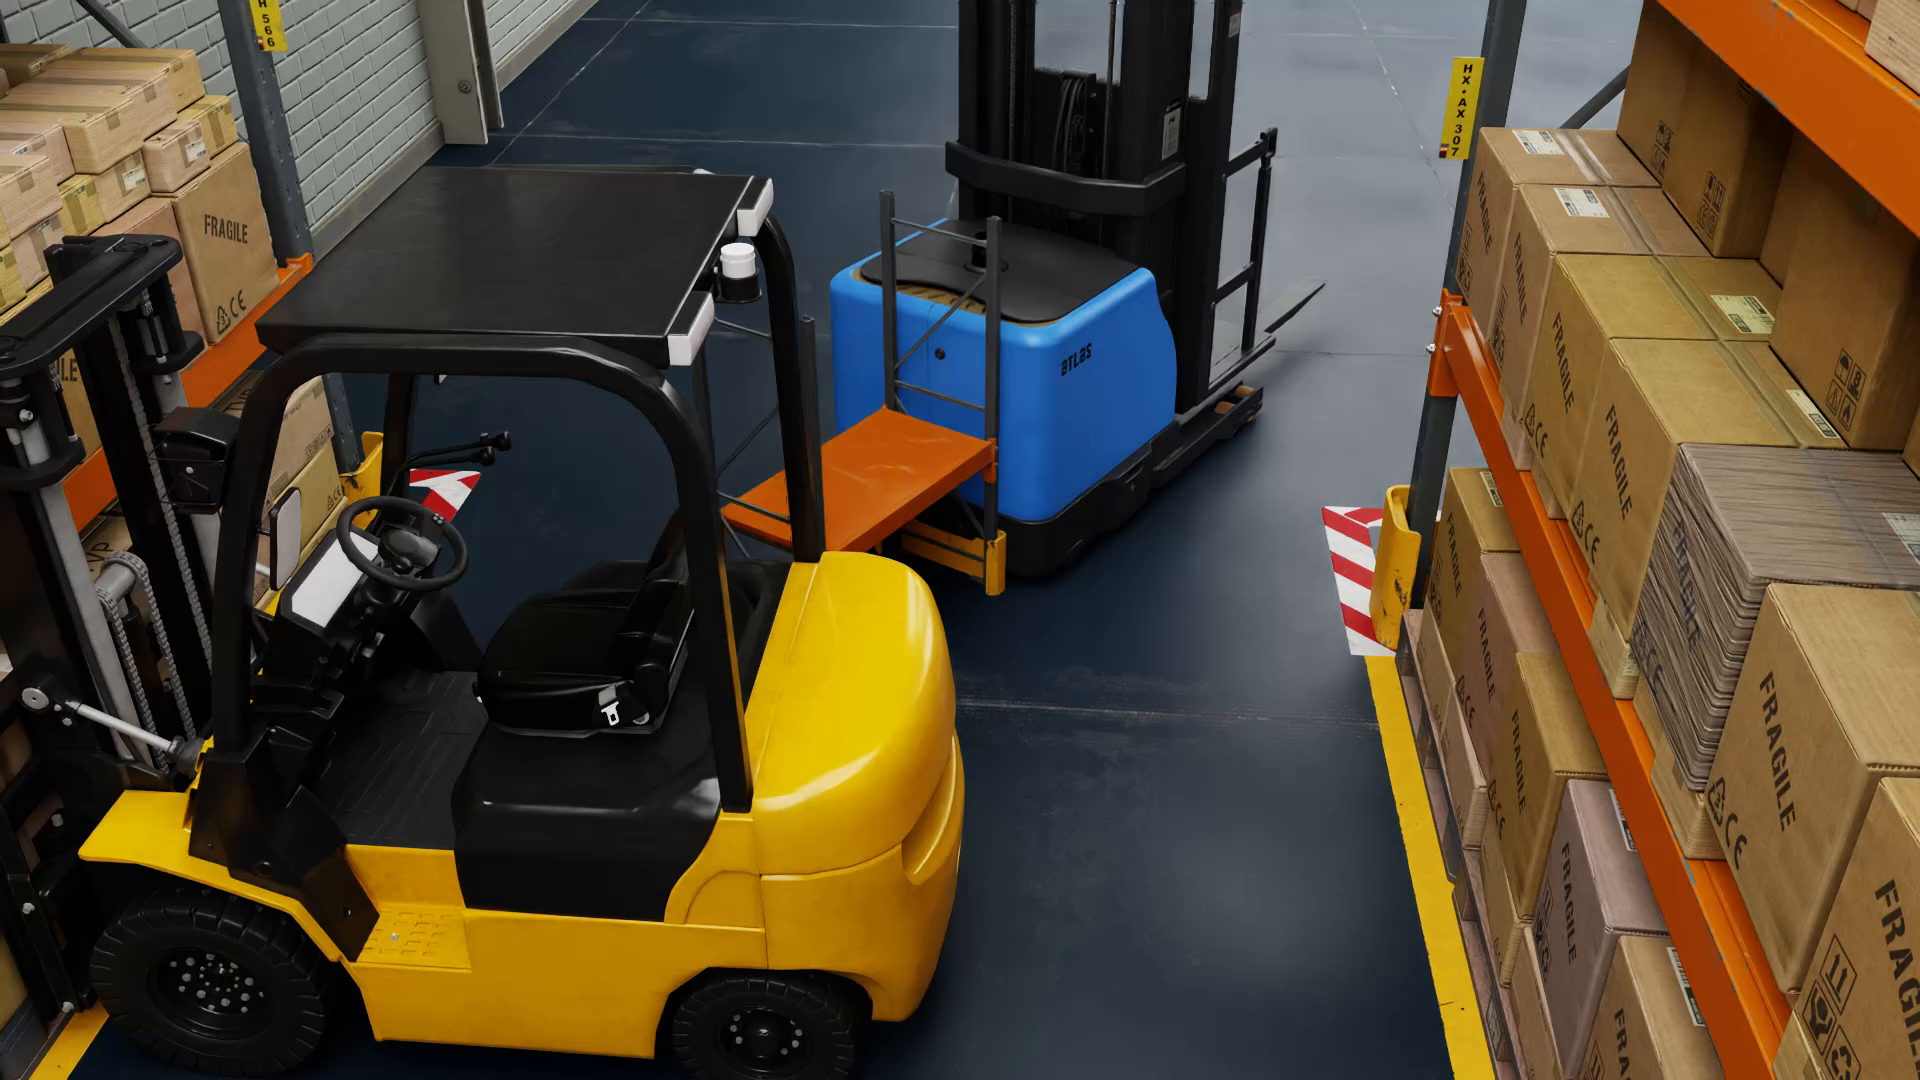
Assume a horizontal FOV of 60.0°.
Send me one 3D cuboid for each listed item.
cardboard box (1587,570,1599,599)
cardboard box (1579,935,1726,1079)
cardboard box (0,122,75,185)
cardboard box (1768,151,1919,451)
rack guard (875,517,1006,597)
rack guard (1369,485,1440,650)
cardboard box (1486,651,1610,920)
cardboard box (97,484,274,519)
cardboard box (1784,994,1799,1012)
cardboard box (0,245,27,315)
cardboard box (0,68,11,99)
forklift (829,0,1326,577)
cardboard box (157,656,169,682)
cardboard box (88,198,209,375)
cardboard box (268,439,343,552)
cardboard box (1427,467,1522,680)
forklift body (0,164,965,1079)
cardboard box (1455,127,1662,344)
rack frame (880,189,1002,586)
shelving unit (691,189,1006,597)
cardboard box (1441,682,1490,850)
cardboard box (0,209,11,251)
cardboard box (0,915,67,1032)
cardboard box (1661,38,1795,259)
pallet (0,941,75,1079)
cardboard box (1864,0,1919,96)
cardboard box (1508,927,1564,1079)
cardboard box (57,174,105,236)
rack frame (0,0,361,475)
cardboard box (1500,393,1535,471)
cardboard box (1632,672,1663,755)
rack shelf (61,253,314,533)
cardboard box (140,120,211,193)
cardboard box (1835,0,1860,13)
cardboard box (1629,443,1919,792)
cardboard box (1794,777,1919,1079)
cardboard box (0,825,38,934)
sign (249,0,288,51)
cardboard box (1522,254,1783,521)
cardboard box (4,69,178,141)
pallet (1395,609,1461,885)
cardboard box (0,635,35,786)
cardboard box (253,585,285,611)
[{"bbox_3d":[1.730,0.108,3.956,0.380,0.149,0.250,2,32,3],"label":"cardboard box"},{"bbox_3d":[1.634,1.197,3.455,0.500,0.500,0.500,3,32,5],"label":"cardboard box"},{"bbox_3d":[-2.705,-1.045,4.589,0.380,0.149,0.250,3,32,4],"label":"cardboard box"},{"bbox_3d":[2.148,-0.509,3.385,0.700,0.500,0.500,2,32,4],"label":"cardboard box"},{"bbox_3d":[-0.082,0.011,6.494,0.587,0.250,0.087,20,37,29],"label":"rack guard"},{"bbox_3d":[2.133,0.123,6.074,1.175,0.500,0.348,2,32,4],"label":"rack guard"},{"bbox_3d":[1.709,0.650,4.342,0.500,0.500,0.500,3,32,5],"label":"cardboard box"},{"bbox_3d":[-2.571,-0.103,5.326,0.500,0.250,0.500,3,32,5],"label":"cardboard box"},{"bbox_3d":[1.648,0.773,2.876,0.380,0.149,0.250,3,32,4],"label":"cardboard box"},{"bbox_3d":[-2.637,-0.644,4.223,0.380,0.149,0.250,3,32,4],"label":"cardboard box"},{"bbox_3d":[-3.133,-1.333,5.057,0.380,0.149,0.250,4,32,6],"label":"cardboard box"},{"bbox_3d":[0.733,-1.833,6.930,1.130,2.935,3.031,20,37,29],"label":"forklift"},{"bbox_3d":[-2.609,0.389,5.004,0.500,0.250,0.500,2,32,3],"label":"cardboard box"},{"bbox_3d":[-2.638,-0.694,4.922,0.500,0.500,0.500,3,32,6],"label":"cardboard box"},{"bbox_3d":[-2.536,-0.144,5.868,0.500,0.250,0.500,2,32,3],"label":"cardboard box"},{"bbox_3d":[1.796,0.114,5.211,0.500,0.500,0.500,1,32,2],"label":"cardboard box"},{"bbox_3d":[-1.145,0.240,4.310,2.313,2.155,1.214,2,32,4],"label":"forklift body"},{"bbox_3d":[1.824,-0.914,4.995,0.500,0.500,0.500,2,32,3],"label":"cardboard box"},{"bbox_3d":[-0.071,-0.530,6.180,0.500,1.500,0.032,20,37,29],"label":"rack frame"},{"bbox_3d":[-0.365,-0.306,5.817,0.587,1.500,1.083,20,37,29],"label":"shelving unit"},{"bbox_3d":[1.749,0.688,4.996,0.500,0.250,0.500,4,32,6],"label":"cardboard box"},{"bbox_3d":[-2.632,-0.768,4.140,0.380,0.149,0.250,3,32,5],"label":"cardboard box"},{"bbox_3d":[-2.712,1.118,4.297,0.500,0.250,0.500,3,32,5],"label":"cardboard box"},{"bbox_3d":[2.266,-1.035,4.238,0.700,0.500,0.500,3,32,4],"label":"cardboard box"},{"bbox_3d":[-2.931,1.034,4.871,1.003,0.211,1.213,2,32,4],"label":"pallet"},{"bbox_3d":[1.633,-0.775,2.528,0.380,0.149,0.250,3,32,5],"label":"cardboard box"},{"bbox_3d":[1.673,1.238,4.103,0.500,0.250,0.500,3,32,5],"label":"cardboard box"},{"bbox_3d":[-2.662,-0.919,4.669,0.380,0.149,0.250,2,32,4],"label":"cardboard box"},{"bbox_3d":[-2.808,-1.191,5.823,1.000,3.000,0.127,2,32,4],"label":"rack frame"},{"bbox_3d":[1.730,-0.306,4.627,0.380,0.149,0.250,3,32,5],"label":"cardboard box"},{"bbox_3d":[1.666,0.373,3.525,0.380,0.149,0.250,2,32,3],"label":"cardboard box"},{"bbox_3d":[-2.971,0.161,4.315,1.077,0.370,4.000,2,32,4],"label":"rack shelf"},{"bbox_3d":[-2.549,-1.181,5.094,0.380,0.149,0.250,3,32,5],"label":"cardboard box"},{"bbox_3d":[1.756,-1.041,2.961,0.380,0.149,0.250,2,32,4],"label":"cardboard box"},{"bbox_3d":[1.675,0.158,3.256,0.500,0.500,0.500,3,32,5],"label":"cardboard box"},{"bbox_3d":[1.602,0.699,2.378,0.500,0.500,0.500,2,32,3],"label":"cardboard box"},{"bbox_3d":[-2.696,0.914,4.151,0.500,0.250,0.500,2,32,4],"label":"cardboard box"},{"bbox_3d":[-2.269,-1.754,5.408,0.100,0.325,0.005,2,32,4],"label":"sign"},{"bbox_3d":[1.745,-0.377,4.123,0.500,0.500,0.500,2,32,3],"label":"cardboard box"},{"bbox_3d":[-2.617,-1.309,5.019,0.380,0.149,0.250,3,32,4],"label":"cardboard box"},{"bbox_3d":[2.032,0.669,5.462,1.003,0.211,1.213,2,32,4],"label":"pallet"},{"bbox_3d":[-2.651,0.426,4.468,0.500,0.250,0.500,2,32,3],"label":"cardboard box"},{"bbox_3d":[-2.582,0.320,5.592,0.500,0.250,0.500,2,32,4],"label":"cardboard box"}]
